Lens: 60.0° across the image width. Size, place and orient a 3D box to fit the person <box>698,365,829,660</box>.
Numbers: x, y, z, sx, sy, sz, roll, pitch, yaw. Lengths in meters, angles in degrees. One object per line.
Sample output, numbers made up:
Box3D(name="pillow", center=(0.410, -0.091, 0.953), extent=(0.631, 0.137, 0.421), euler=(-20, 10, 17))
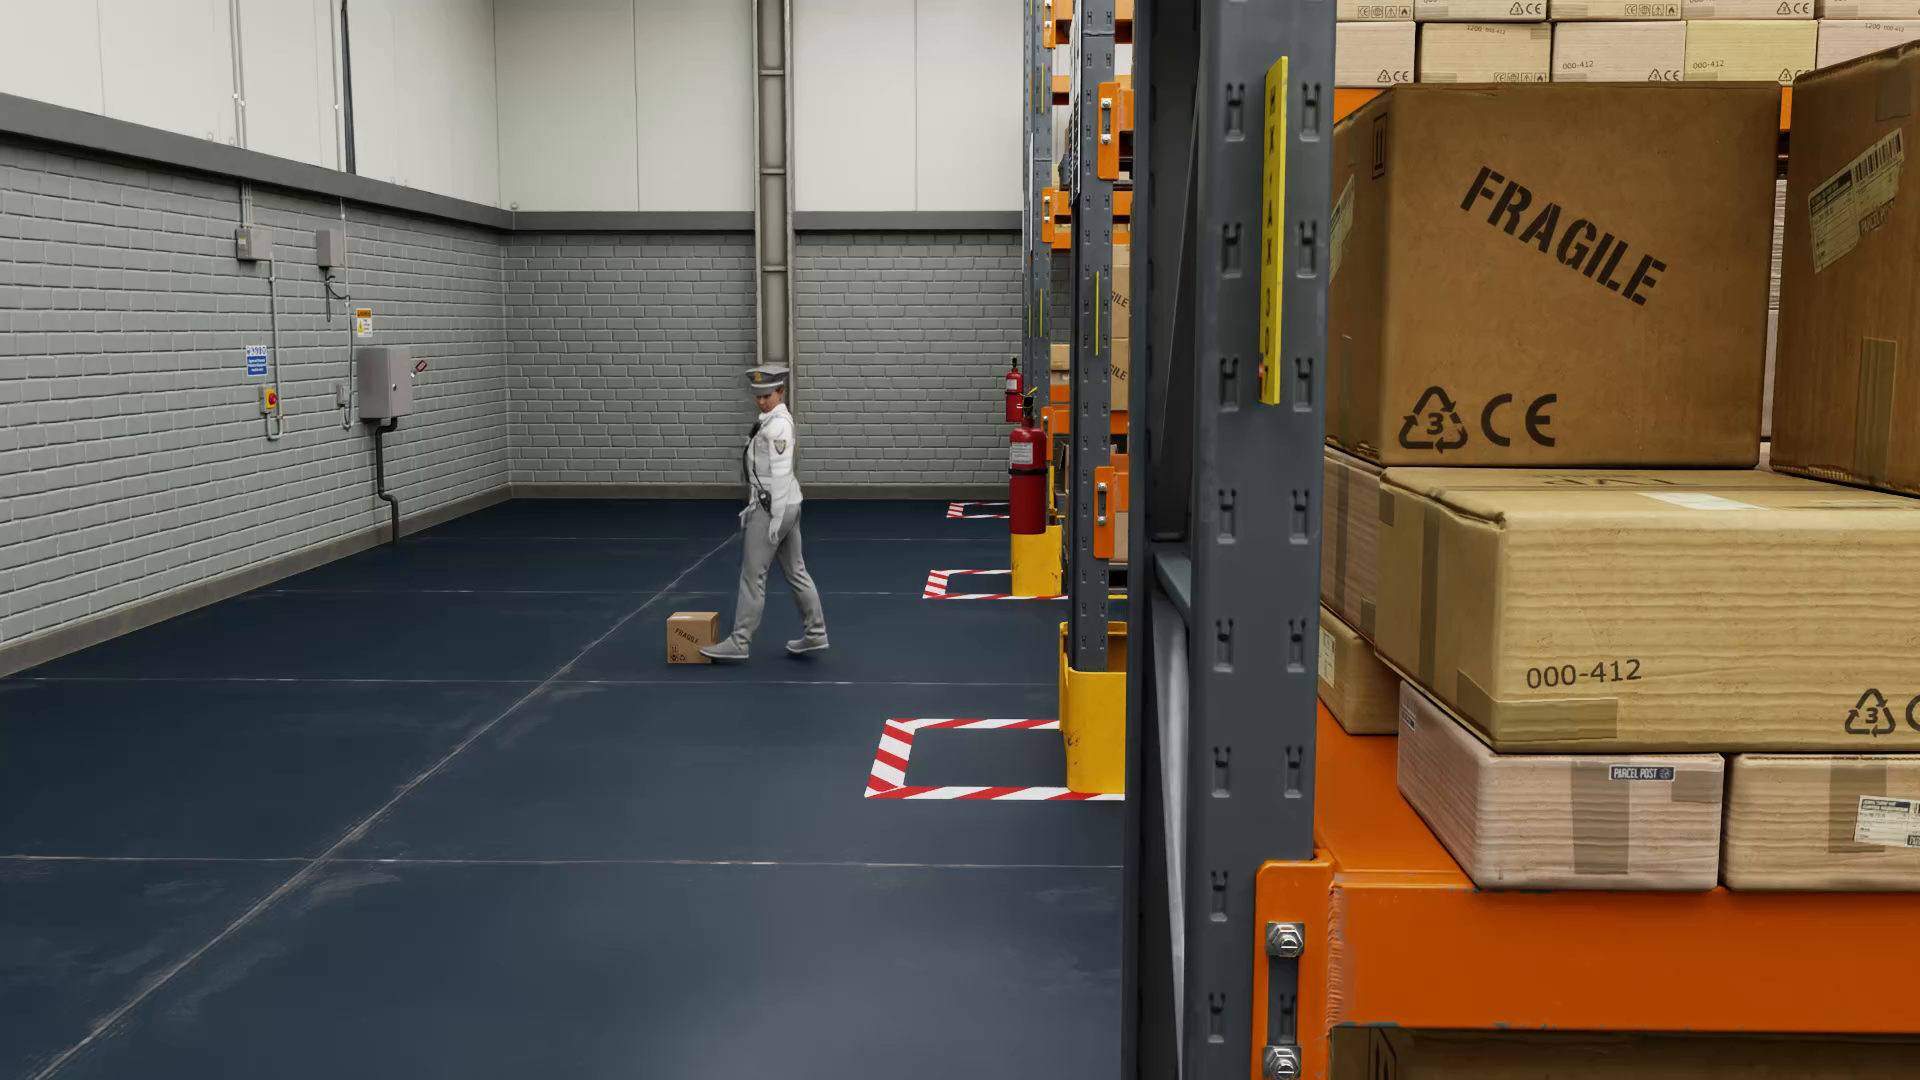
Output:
Box3D(name="person", center=(-1.111, -0.159, 9.375), extent=(0.725, 1.646, 0.521), euler=(0, 7, 2))
